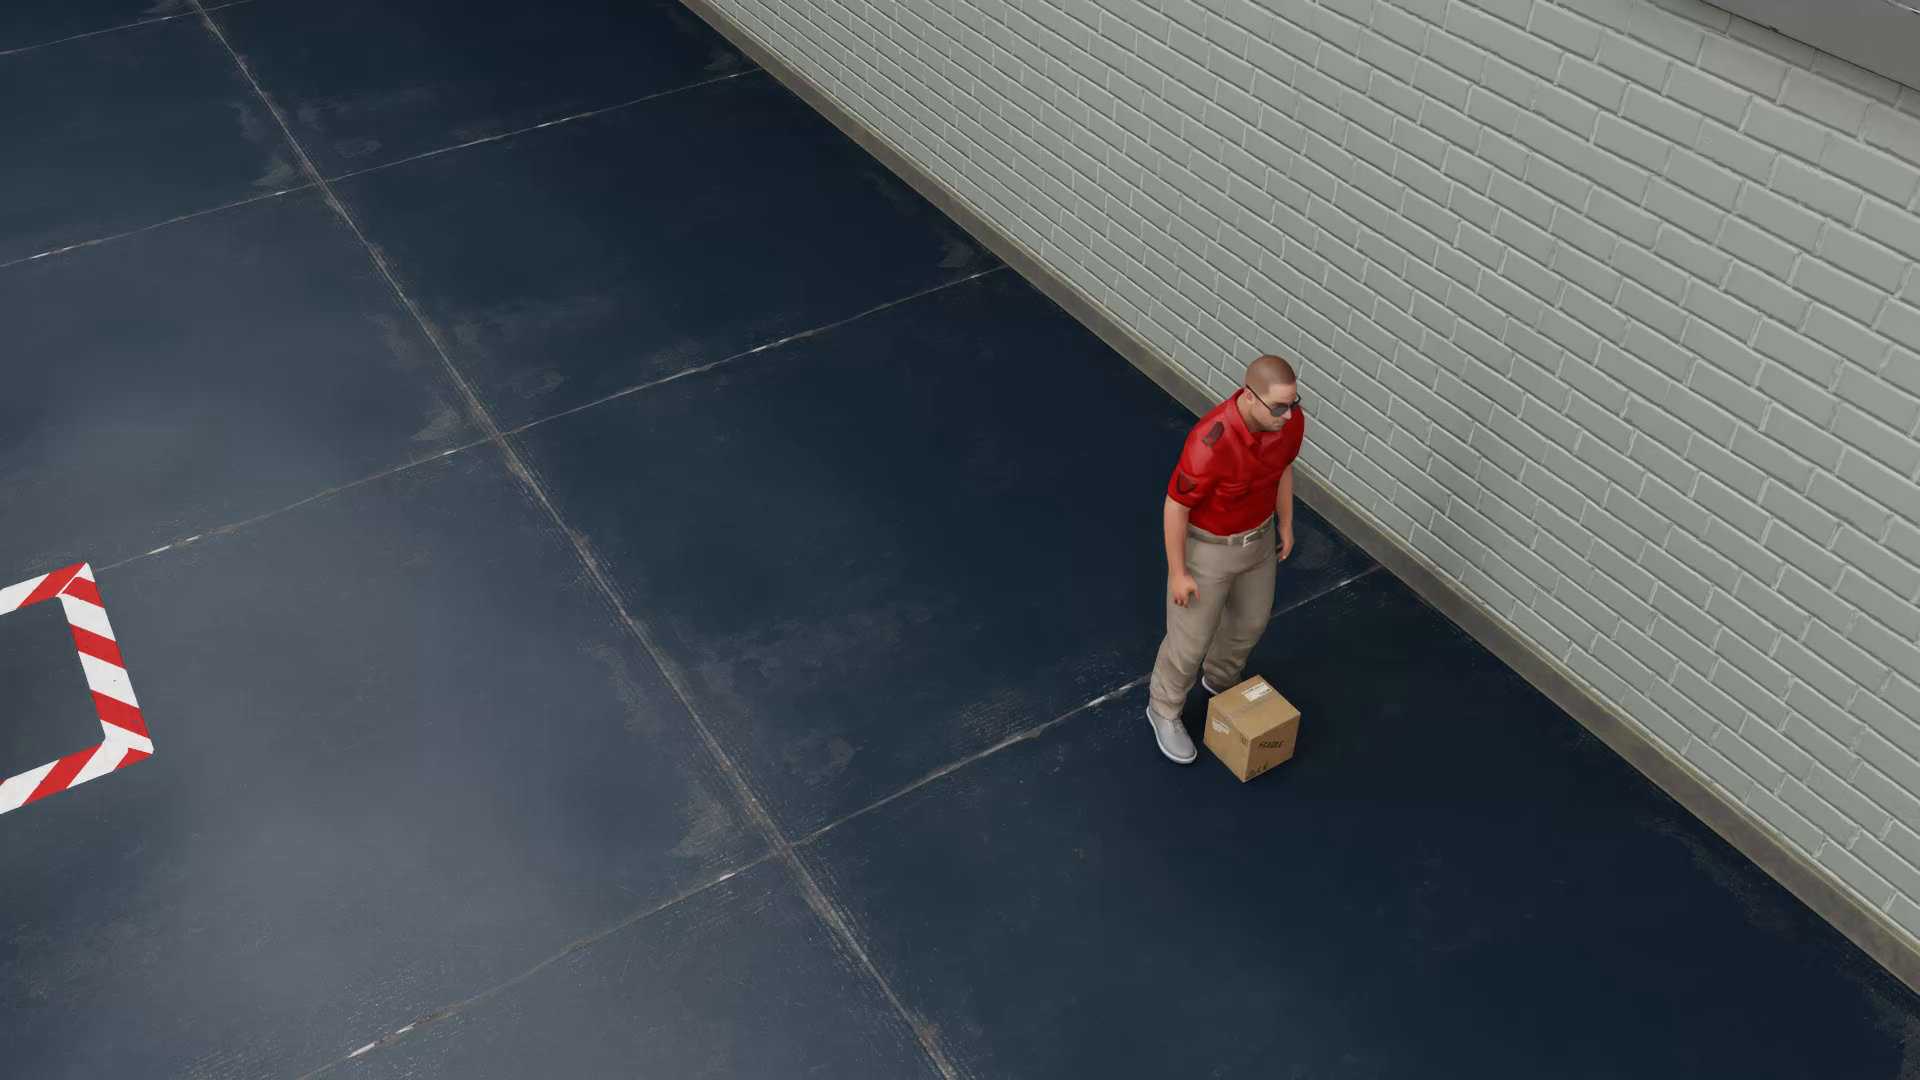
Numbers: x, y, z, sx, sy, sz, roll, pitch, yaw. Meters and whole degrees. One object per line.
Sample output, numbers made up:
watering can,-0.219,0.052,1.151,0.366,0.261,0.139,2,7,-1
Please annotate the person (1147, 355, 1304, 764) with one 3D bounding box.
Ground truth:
person,0.991,0.030,6.132,0.594,1.726,0.386,-23,46,-25
